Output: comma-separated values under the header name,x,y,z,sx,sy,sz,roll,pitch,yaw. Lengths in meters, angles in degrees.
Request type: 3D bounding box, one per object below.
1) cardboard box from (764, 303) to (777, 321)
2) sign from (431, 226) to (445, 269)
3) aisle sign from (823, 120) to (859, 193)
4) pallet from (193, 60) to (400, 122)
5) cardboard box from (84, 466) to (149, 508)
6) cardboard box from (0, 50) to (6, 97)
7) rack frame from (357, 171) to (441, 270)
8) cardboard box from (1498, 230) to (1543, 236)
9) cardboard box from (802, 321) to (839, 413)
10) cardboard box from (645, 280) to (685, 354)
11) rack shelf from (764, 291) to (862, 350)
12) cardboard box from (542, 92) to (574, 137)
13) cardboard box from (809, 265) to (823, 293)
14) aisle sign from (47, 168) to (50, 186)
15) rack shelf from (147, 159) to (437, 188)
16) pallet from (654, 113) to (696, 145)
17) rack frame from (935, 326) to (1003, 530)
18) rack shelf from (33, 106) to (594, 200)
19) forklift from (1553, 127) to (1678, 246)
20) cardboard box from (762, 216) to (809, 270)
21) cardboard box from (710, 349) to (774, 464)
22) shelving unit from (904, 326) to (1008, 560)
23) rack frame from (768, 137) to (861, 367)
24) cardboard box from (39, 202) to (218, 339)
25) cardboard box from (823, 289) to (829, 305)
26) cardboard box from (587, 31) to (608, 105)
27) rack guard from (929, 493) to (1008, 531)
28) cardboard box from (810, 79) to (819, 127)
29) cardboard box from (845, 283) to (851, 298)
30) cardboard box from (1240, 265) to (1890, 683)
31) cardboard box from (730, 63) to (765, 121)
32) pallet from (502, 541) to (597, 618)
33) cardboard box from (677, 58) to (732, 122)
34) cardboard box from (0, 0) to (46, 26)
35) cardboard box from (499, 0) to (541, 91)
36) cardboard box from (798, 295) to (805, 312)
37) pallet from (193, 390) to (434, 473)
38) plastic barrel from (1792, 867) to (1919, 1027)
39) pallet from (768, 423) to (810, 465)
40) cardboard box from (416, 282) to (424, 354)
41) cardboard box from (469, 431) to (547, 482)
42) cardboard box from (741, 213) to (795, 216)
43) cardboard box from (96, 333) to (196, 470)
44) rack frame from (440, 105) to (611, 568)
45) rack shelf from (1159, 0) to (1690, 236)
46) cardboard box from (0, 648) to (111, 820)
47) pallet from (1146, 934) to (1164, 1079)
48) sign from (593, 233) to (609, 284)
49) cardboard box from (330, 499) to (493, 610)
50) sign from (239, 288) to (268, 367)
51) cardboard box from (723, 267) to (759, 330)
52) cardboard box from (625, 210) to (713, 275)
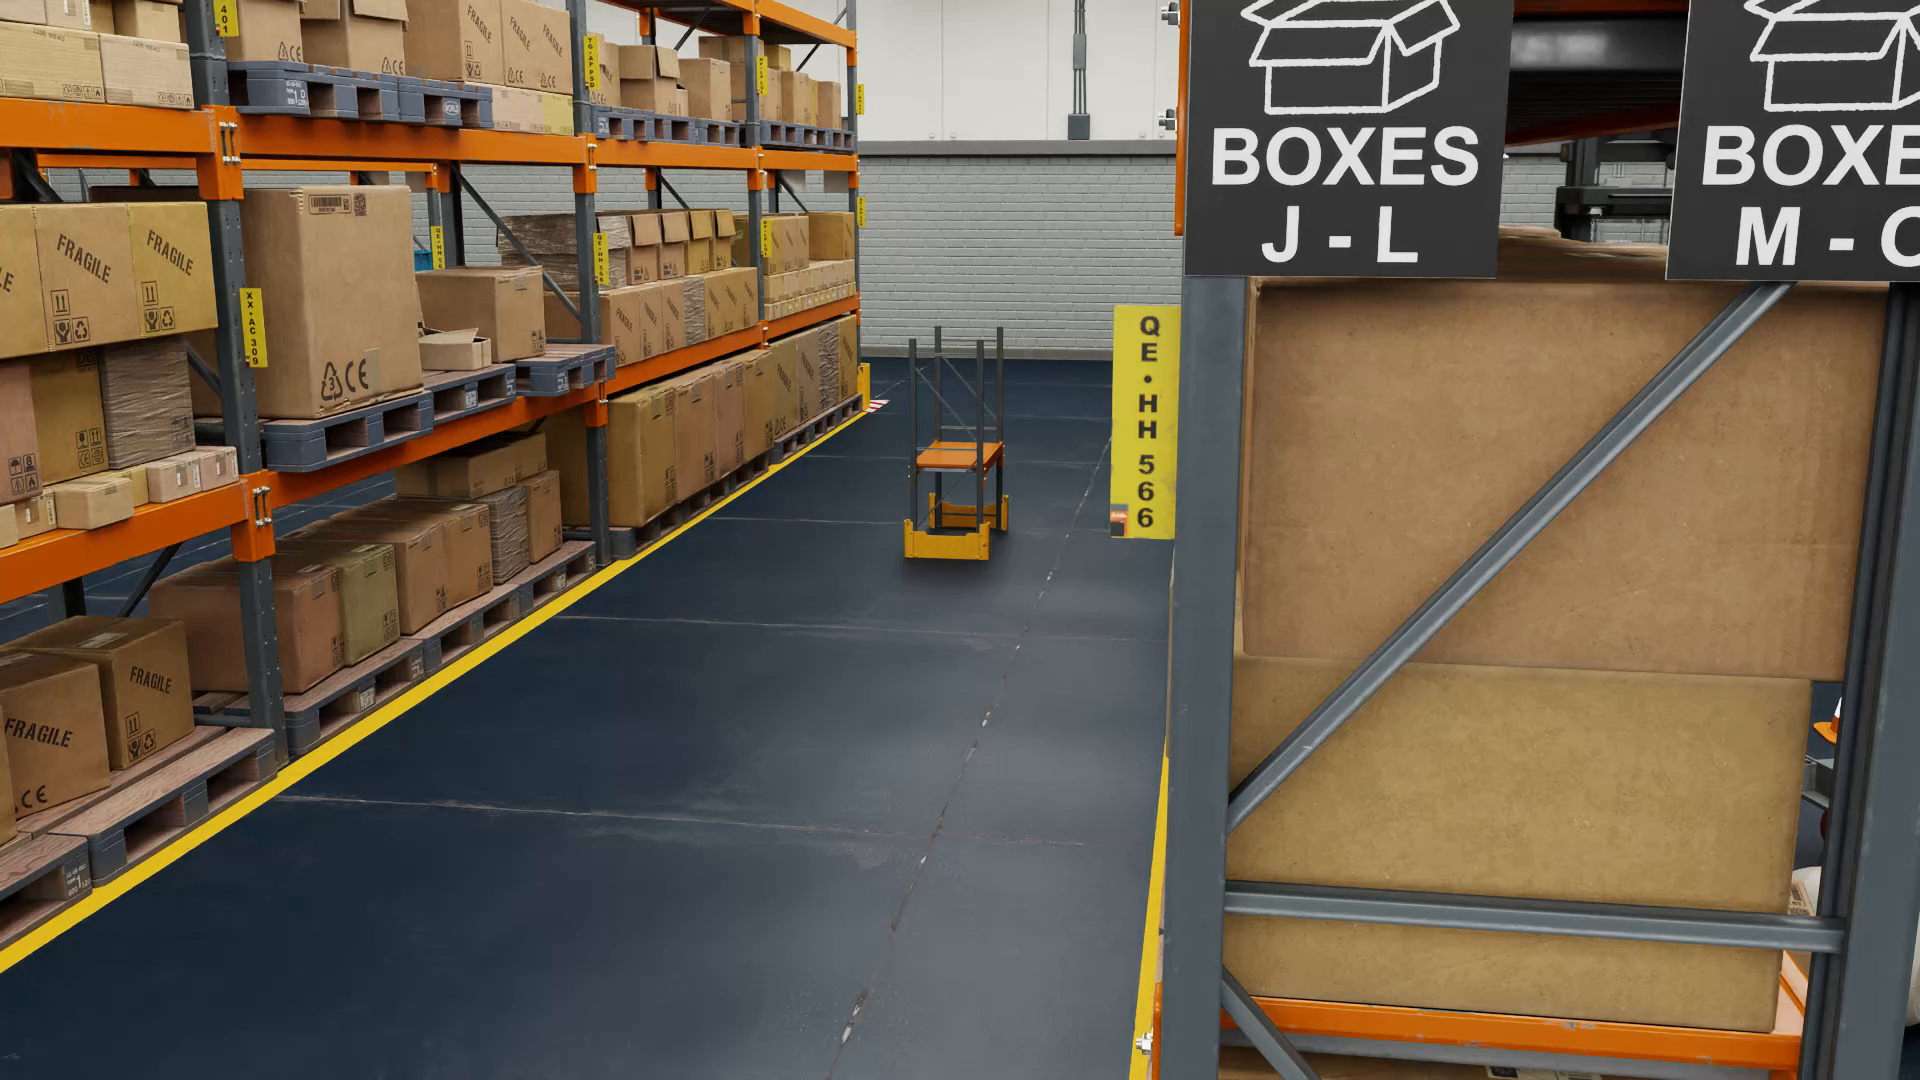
name,x,y,z,sx,sy,sz,roll,pitch,yaw
cardboard box,-1.870,-2.067,15.061,0.380,0.149,0.250,2,12,9
sign,-3.408,-1.890,10.894,0.100,0.325,0.005,2,12,9
aisle sign,-1.322,-4.248,18.413,0.394,0.787,0.004,2,12,9
pallet,-3.274,-1.973,7.356,1.213,0.211,1.003,2,12,9
cardboard box,-3.363,-0.195,6.374,0.380,0.149,0.250,2,12,9
cardboard box,-3.451,-1.549,5.296,0.500,0.250,0.500,2,12,8
rack frame,-6.523,-3.132,19.408,1.000,3.000,0.127,2,12,9
cardboard box,1.131,-0.591,4.698,0.875,0.550,0.550,2,12,9
cardboard box,-1.788,-1.813,17.333,0.875,0.875,0.875,2,12,9
cardboard box,-2.363,-1.662,12.347,0.500,0.500,0.500,2,12,8
rack shelf,-1.937,-2.204,16.807,1.077,0.370,4.000,2,12,9
cardboard box,-2.690,-2.593,10.139,0.500,0.250,0.500,2,12,9
cardboard box,-1.674,-2.614,16.654,0.500,0.250,0.500,2,12,9
aisle sign,-11.104,-4.569,19.902,0.394,0.787,0.004,2,12,9
rack shelf,-6.831,-3.831,17.235,1.077,0.370,4.000,2,12,9
pallet,-2.644,-3.049,12.350,1.003,0.211,1.213,2,12,11
rack frame,0.065,-0.821,12.244,0.500,1.500,0.032,2,12,9
rack shelf,-3.167,-2.005,8.763,1.077,0.370,4.000,2,12,9
forklift,4.515,-1.302,11.078,1.130,2.935,3.031,2,12,10
cardboard box,-1.759,-2.880,16.107,0.500,0.500,0.500,1,12,7
cardboard box,-2.323,-1.172,14.358,1.225,0.875,0.875,2,12,9
shelving unit,-0.012,-0.717,11.762,0.587,1.500,1.083,2,12,9
rack frame,-1.629,-2.972,18.663,1.000,3.000,0.127,2,12,9
cardboard box,-3.272,-1.054,6.448,0.500,0.500,0.500,2,12,9
cardboard box,-1.553,-2.498,17.058,0.380,0.149,0.250,2,12,9
cardboard box,-2.837,-3.158,11.164,0.797,0.503,0.637,3,12,12
rack guard,0.065,-0.210,12.374,0.587,0.250,0.087,2,12,9
cardboard box,-1.862,-4.518,17.246,0.700,0.500,0.500,1,12,7
cardboard box,-1.397,-2.710,18.045,0.380,0.149,0.250,2,12,9
cardboard box,0.891,-0.137,2.588,0.875,0.550,0.550,2,12,9
cardboard box,-2.183,-4.073,15.183,0.700,0.500,0.500,1,12,5
pallet,-2.981,0.219,10.475,1.003,0.211,1.213,2,12,9
cardboard box,-2.324,-3.739,13.867,0.700,0.500,0.500,2,12,10
cardboard box,-3.341,-1.819,5.602,0.380,0.149,0.250,1,12,7
cardboard box,-2.754,-2.852,9.561,0.500,0.500,0.500,2,12,9
cardboard box,-1.712,-2.285,16.071,0.380,0.149,0.250,2,12,8
pallet,-3.213,-0.534,7.808,1.003,0.211,1.213,2,12,9
plastic barrel,2.752,1.253,5.173,0.421,0.421,0.512,-10,16,-40
pallet,-2.050,-0.932,15.816,1.003,0.211,1.213,2,12,9
cardboard box,-3.299,-1.093,8.705,0.797,0.503,0.637,3,13,14
cardboard box,-2.933,-0.526,10.422,0.500,0.250,0.500,2,12,11
cardboard box,-2.047,-3.215,17.662,0.500,0.500,0.500,2,12,7
cardboard box,-3.605,-0.576,6.604,0.875,0.500,0.500,2,12,9
rack frame,-2.860,-1.306,10.935,1.000,3.000,0.127,2,12,9
rack shelf,1.103,-0.990,4.056,1.077,0.370,4.000,2,12,9
cardboard box,-3.656,0.744,6.356,0.500,0.500,0.500,6,14,27
pallet,1.031,1.482,4.618,1.003,0.211,1.213,2,12,9
sign,-2.322,-1.818,10.749,0.100,0.325,0.005,2,12,9
cardboard box,-3.096,0.075,9.416,0.700,0.500,0.500,3,13,13
sign,-2.937,-0.881,6.906,0.100,0.325,0.005,2,12,9
cardboard box,-2.046,-2.082,14.296,0.500,0.500,0.500,2,12,9
cardboard box,-2.451,-2.403,13.404,0.797,0.503,0.637,2,12,9
